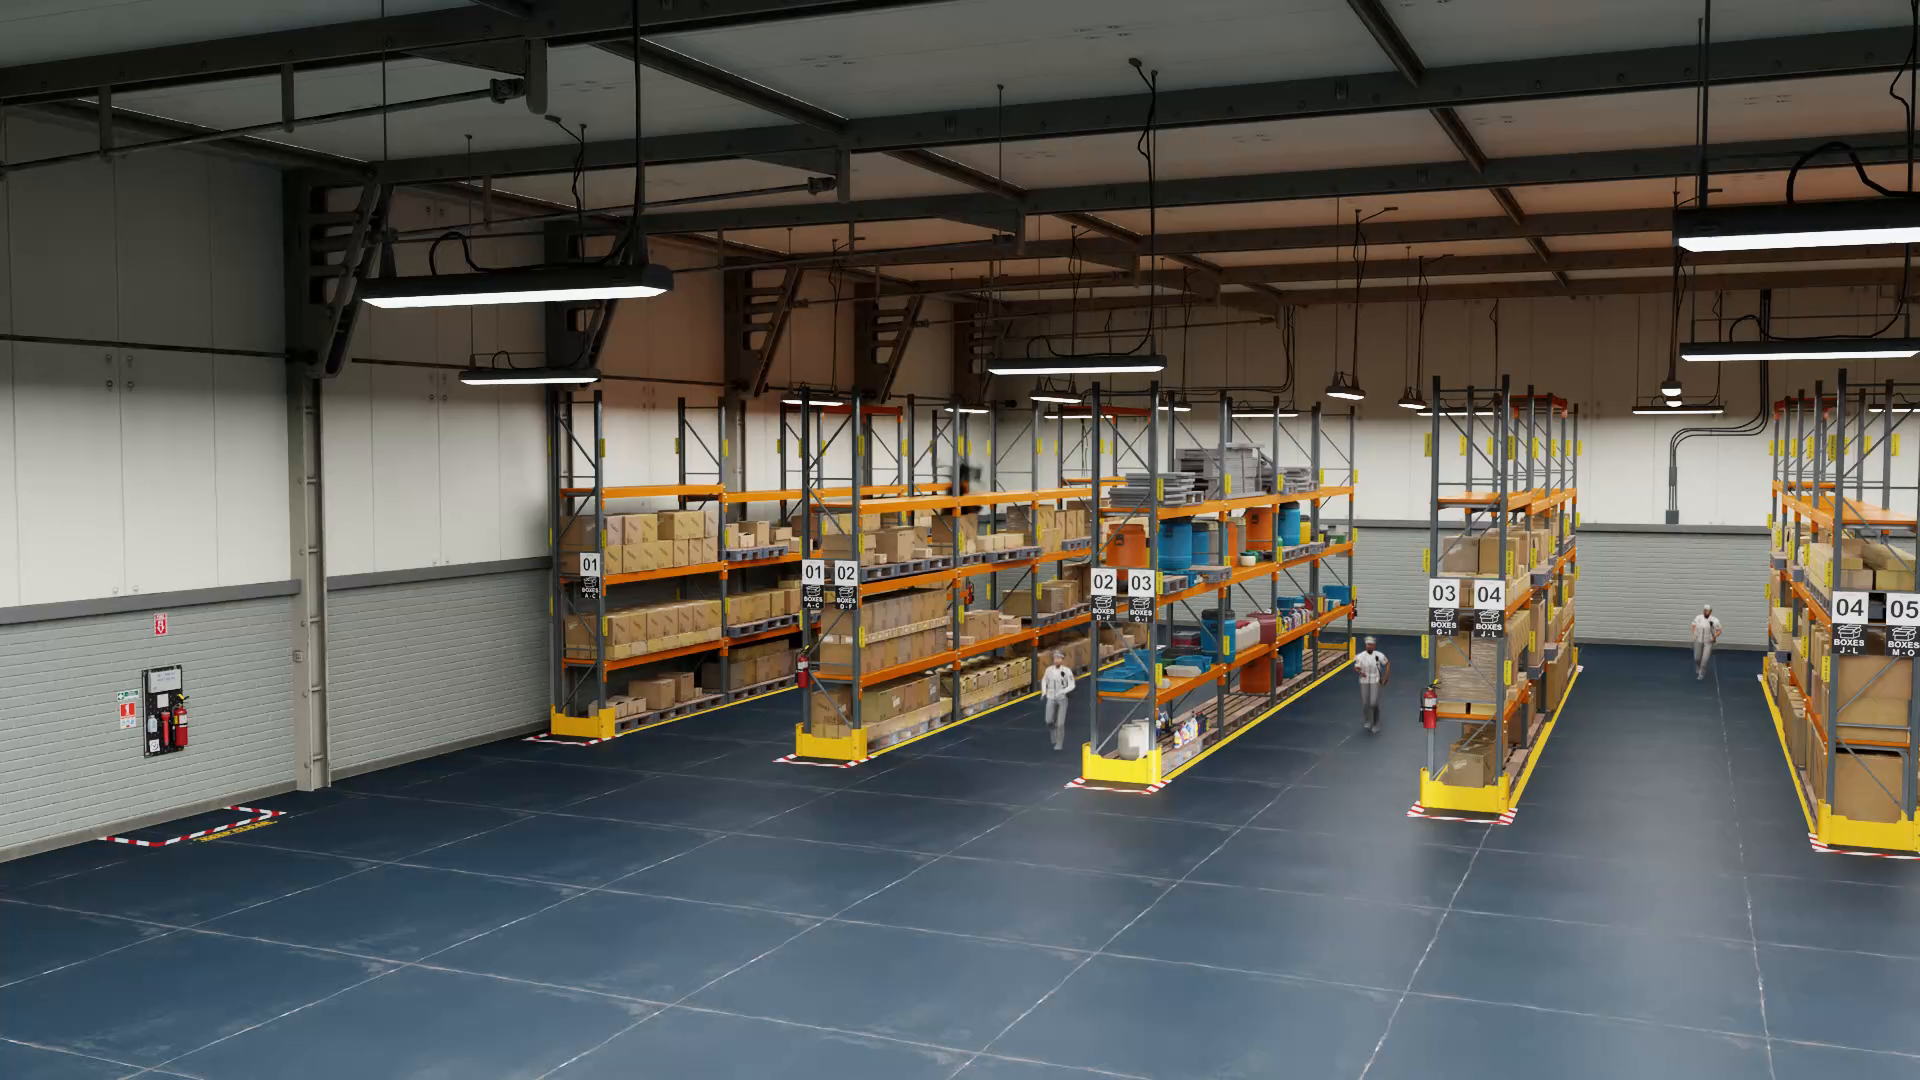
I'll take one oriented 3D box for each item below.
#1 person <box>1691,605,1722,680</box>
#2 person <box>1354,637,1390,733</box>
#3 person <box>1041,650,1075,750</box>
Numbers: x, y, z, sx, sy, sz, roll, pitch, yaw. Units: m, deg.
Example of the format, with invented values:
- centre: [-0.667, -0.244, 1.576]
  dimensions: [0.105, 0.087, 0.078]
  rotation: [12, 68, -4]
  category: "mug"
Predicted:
- centre: [16.206, 2.207, 36.124]
  dimensions: [0.617, 1.617, 0.604]
  rotation: [2, 4, 29]
  category: "person"
- centre: [7.242, 2.561, 29.285]
  dimensions: [0.590, 1.730, 0.695]
  rotation: [1, 3, 20]
  category: "person"
- centre: [1.587, 2.627, 27.348]
  dimensions: [0.615, 1.658, 0.541]
  rotation: [1, 3, 18]
  category: "person"
